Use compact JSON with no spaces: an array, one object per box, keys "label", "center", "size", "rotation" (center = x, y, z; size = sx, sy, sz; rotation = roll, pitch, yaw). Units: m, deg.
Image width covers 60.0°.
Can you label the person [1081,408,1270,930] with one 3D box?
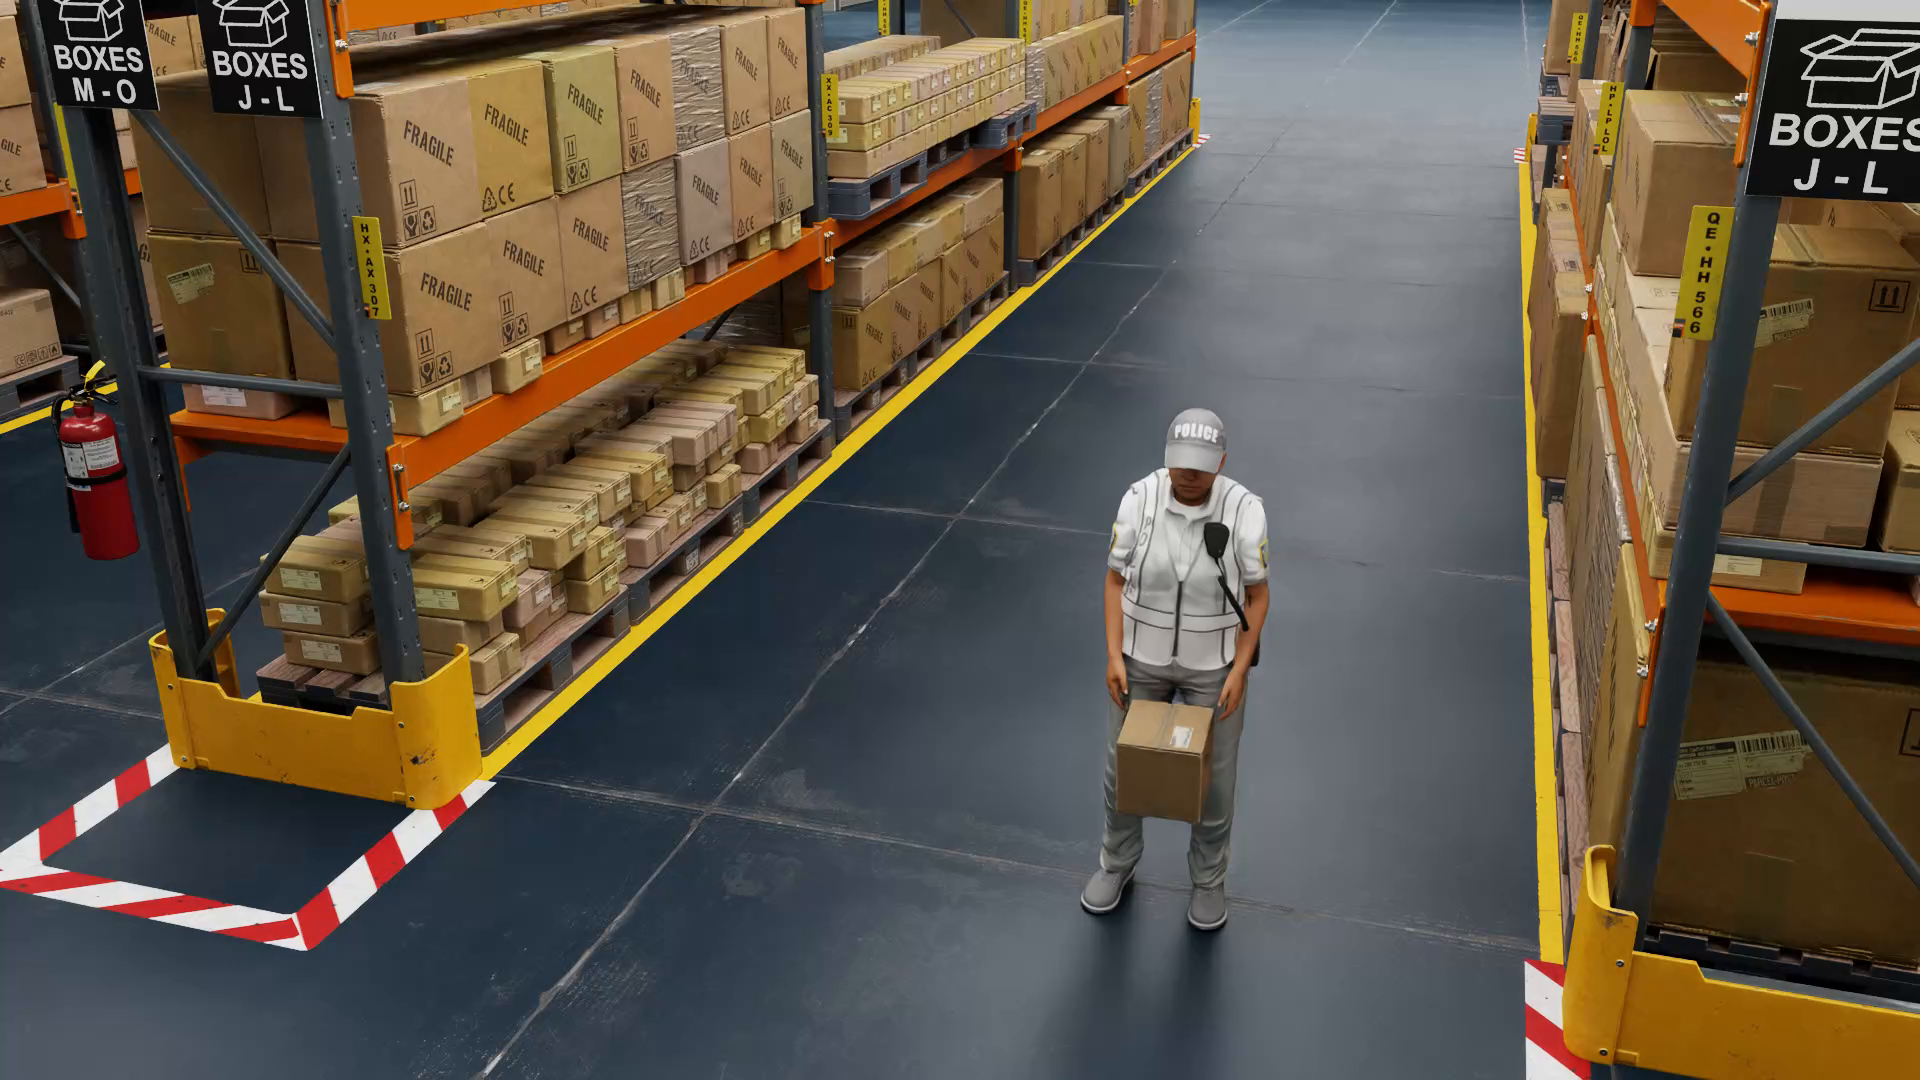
[{"label":"person","center":[0.674,0.383,5.131],"size":[0.519,1.671,0.424],"rotation":[6,23,14]}]
